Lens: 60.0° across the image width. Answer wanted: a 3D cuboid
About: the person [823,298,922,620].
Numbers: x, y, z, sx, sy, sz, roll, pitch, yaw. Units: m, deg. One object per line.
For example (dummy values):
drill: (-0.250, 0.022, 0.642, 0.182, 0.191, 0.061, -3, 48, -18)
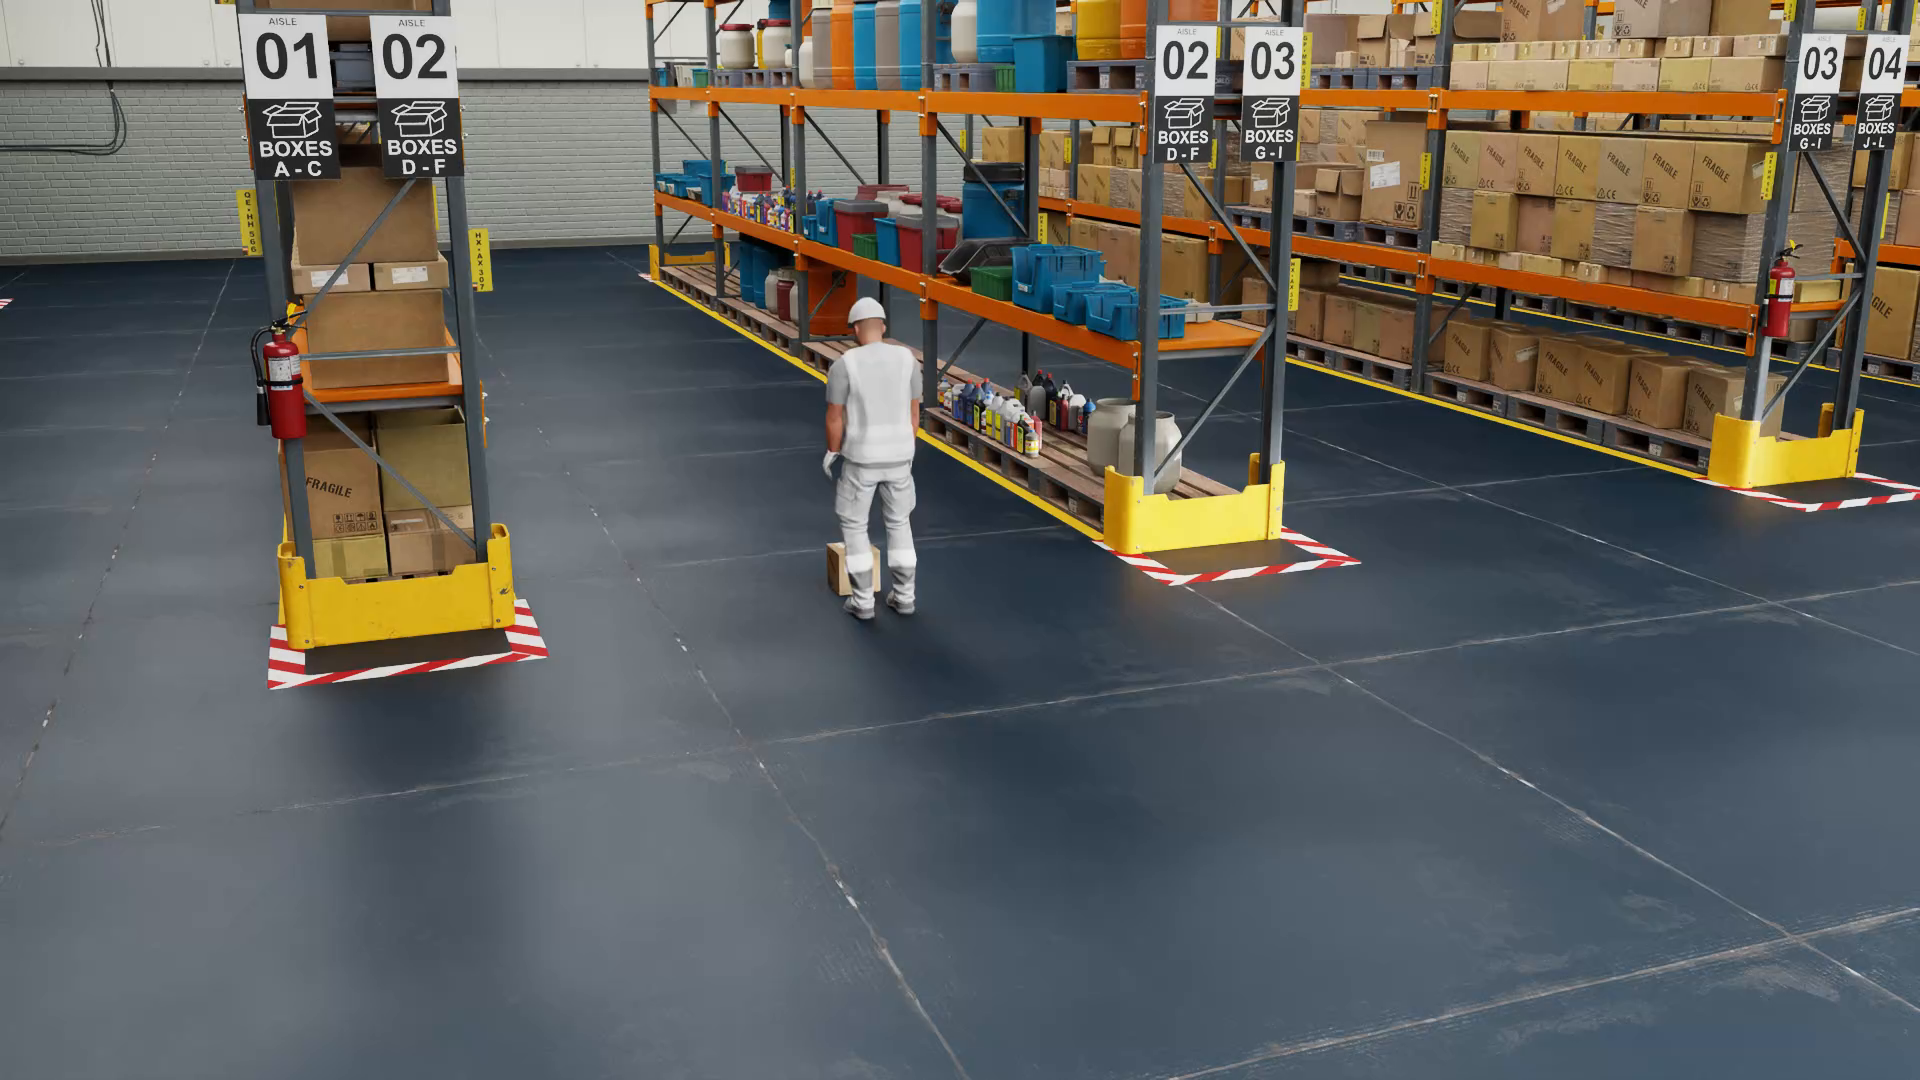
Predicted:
person: (-0.484, -0.447, 9.158, 0.536, 1.757, 0.413, -5, 16, -19)
